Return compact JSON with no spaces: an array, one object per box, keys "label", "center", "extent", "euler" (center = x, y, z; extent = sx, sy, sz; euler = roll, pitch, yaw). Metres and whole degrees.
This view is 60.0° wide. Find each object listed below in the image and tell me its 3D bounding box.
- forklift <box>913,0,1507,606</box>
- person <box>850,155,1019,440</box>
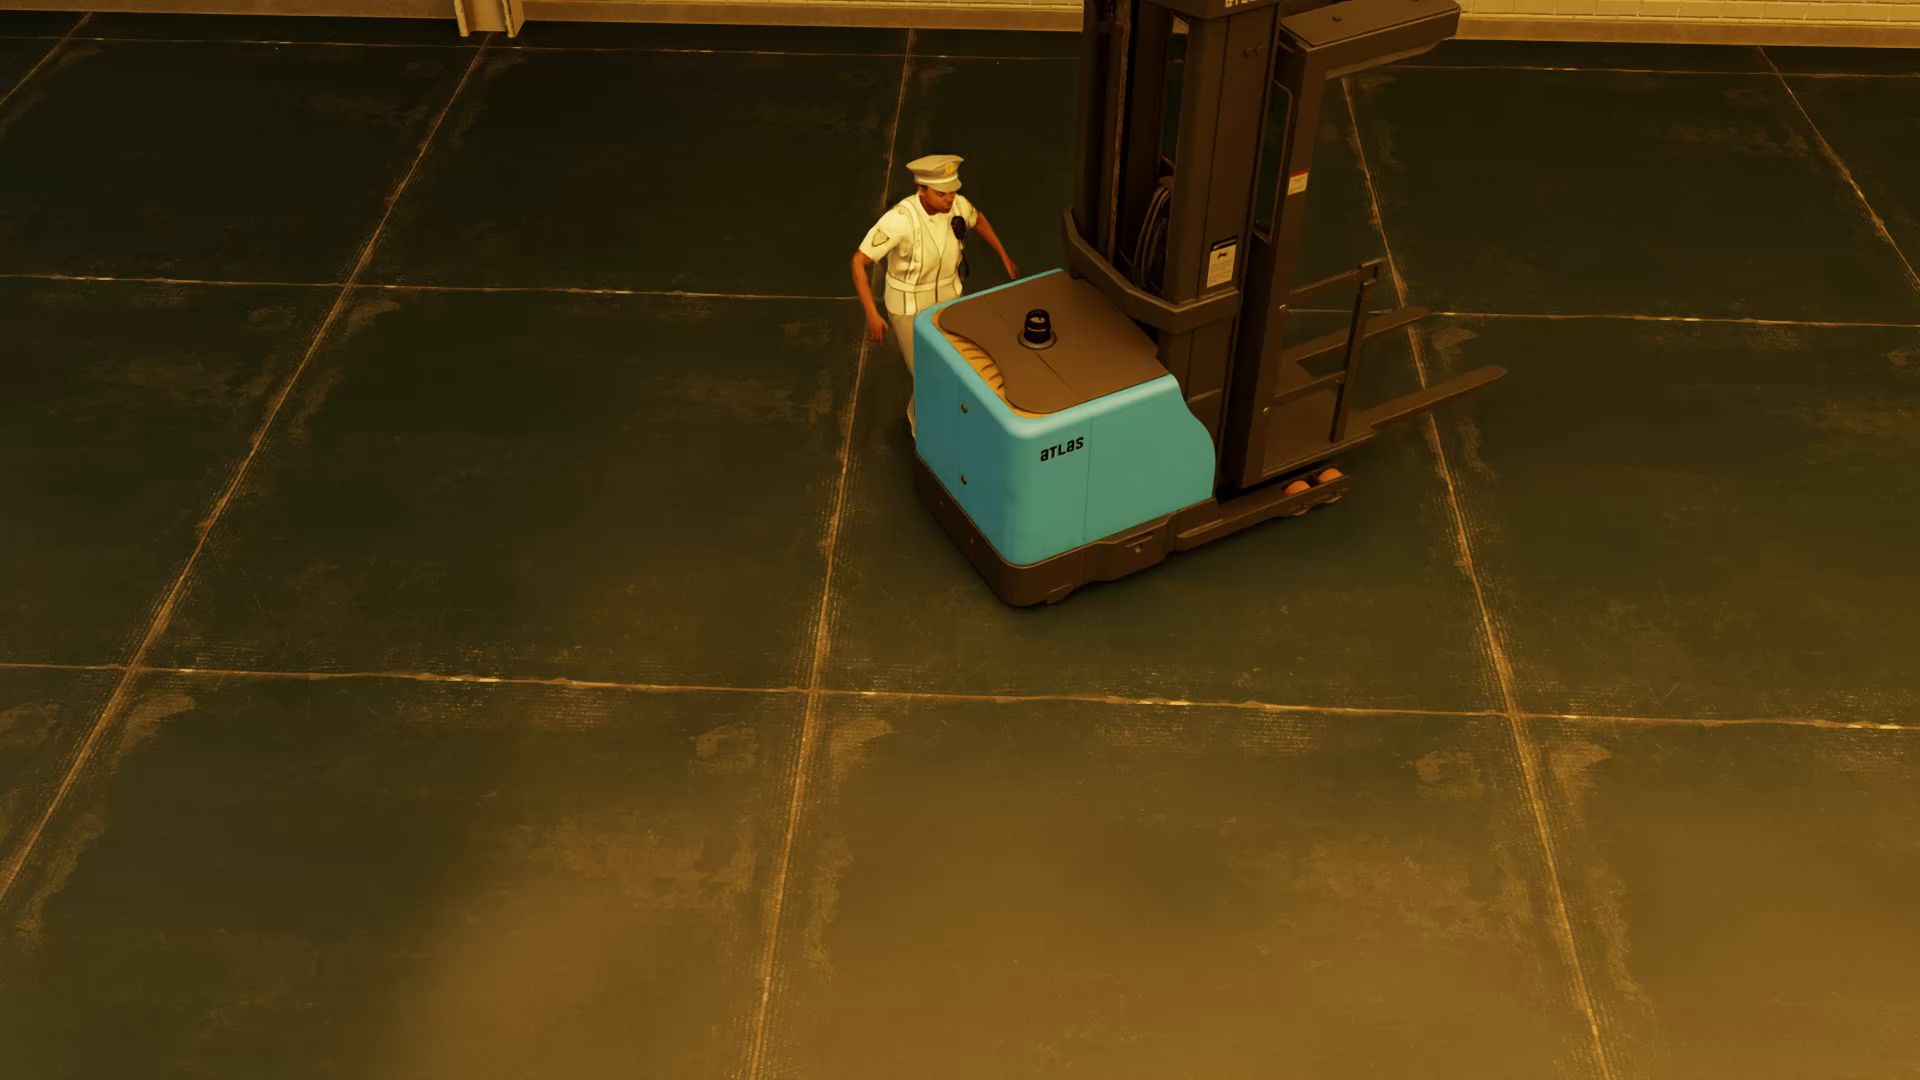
[{"label":"forklift","center":[1.320,-1.498,7.383],"extent":[3.031,2.935,1.130],"euler":[-20,46,-20]},{"label":"person","center":[-0.057,-1.077,7.919],"extent":[0.882,1.604,0.638],"euler":[-24,48,-24]}]
